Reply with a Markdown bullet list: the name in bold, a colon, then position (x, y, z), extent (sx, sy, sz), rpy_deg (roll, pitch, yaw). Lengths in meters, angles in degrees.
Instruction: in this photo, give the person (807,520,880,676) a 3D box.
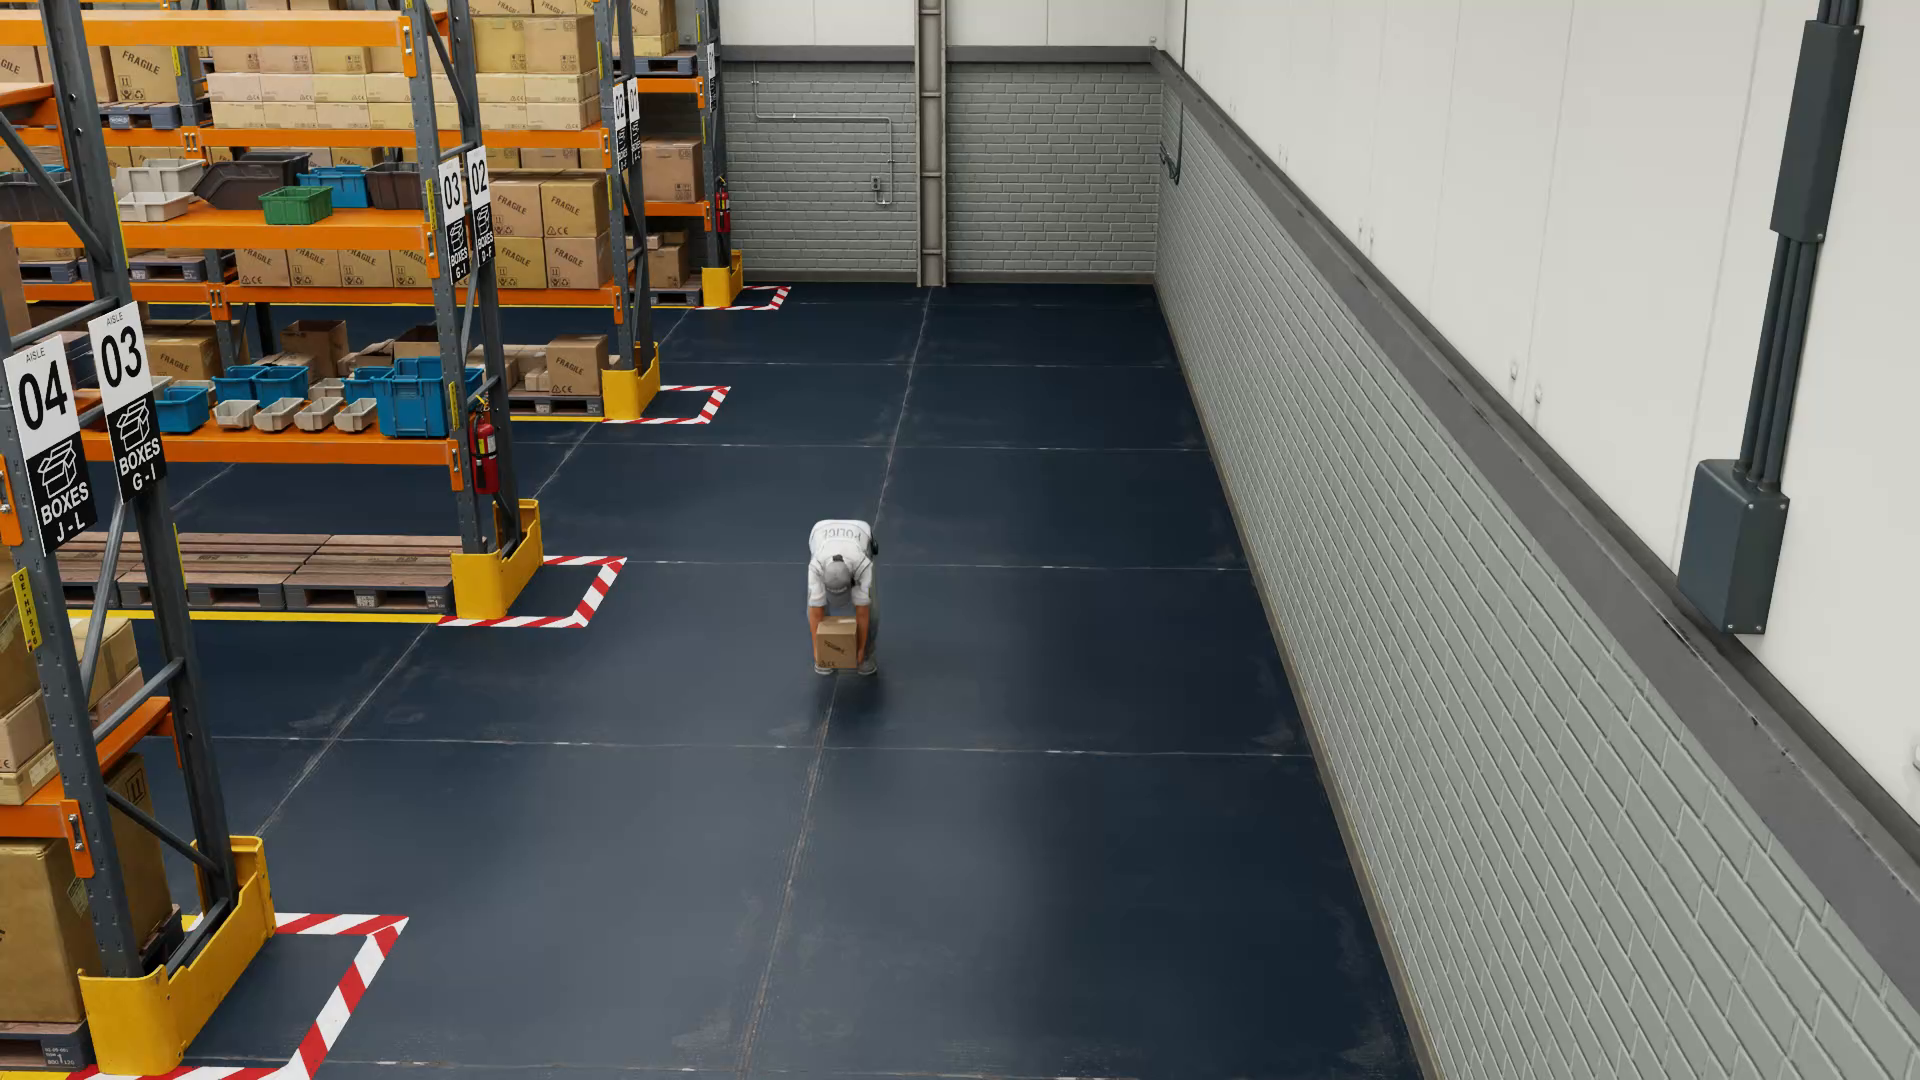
- **person**: position (-0.767, 0.439, 10.799), extent (0.482, 1.048, 0.952), rpy_deg (0, 21, 0)
